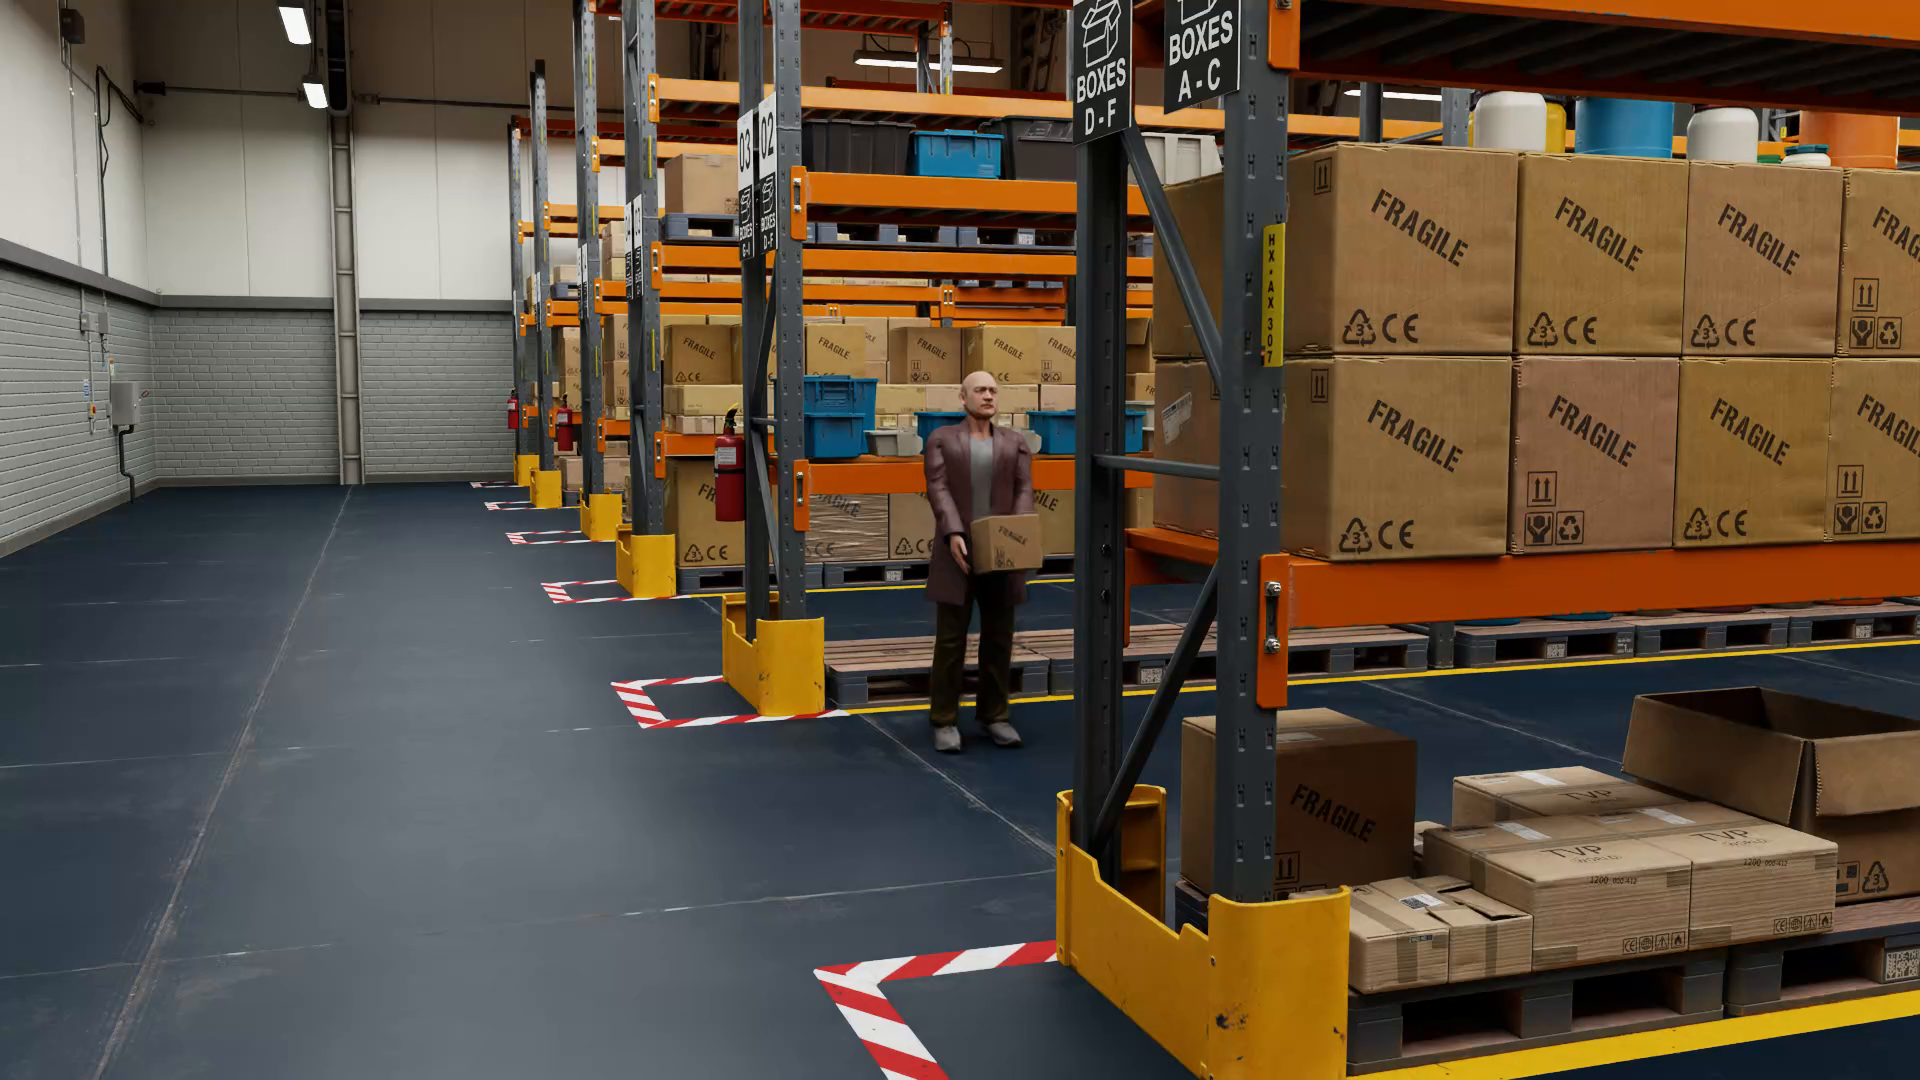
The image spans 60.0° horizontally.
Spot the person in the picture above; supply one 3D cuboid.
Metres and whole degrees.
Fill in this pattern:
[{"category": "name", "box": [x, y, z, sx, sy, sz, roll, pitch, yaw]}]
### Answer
[{"category": "person", "box": [0.108, 0.092, 7.912, 0.552, 1.780, 0.536, -1, 6, -12]}]
